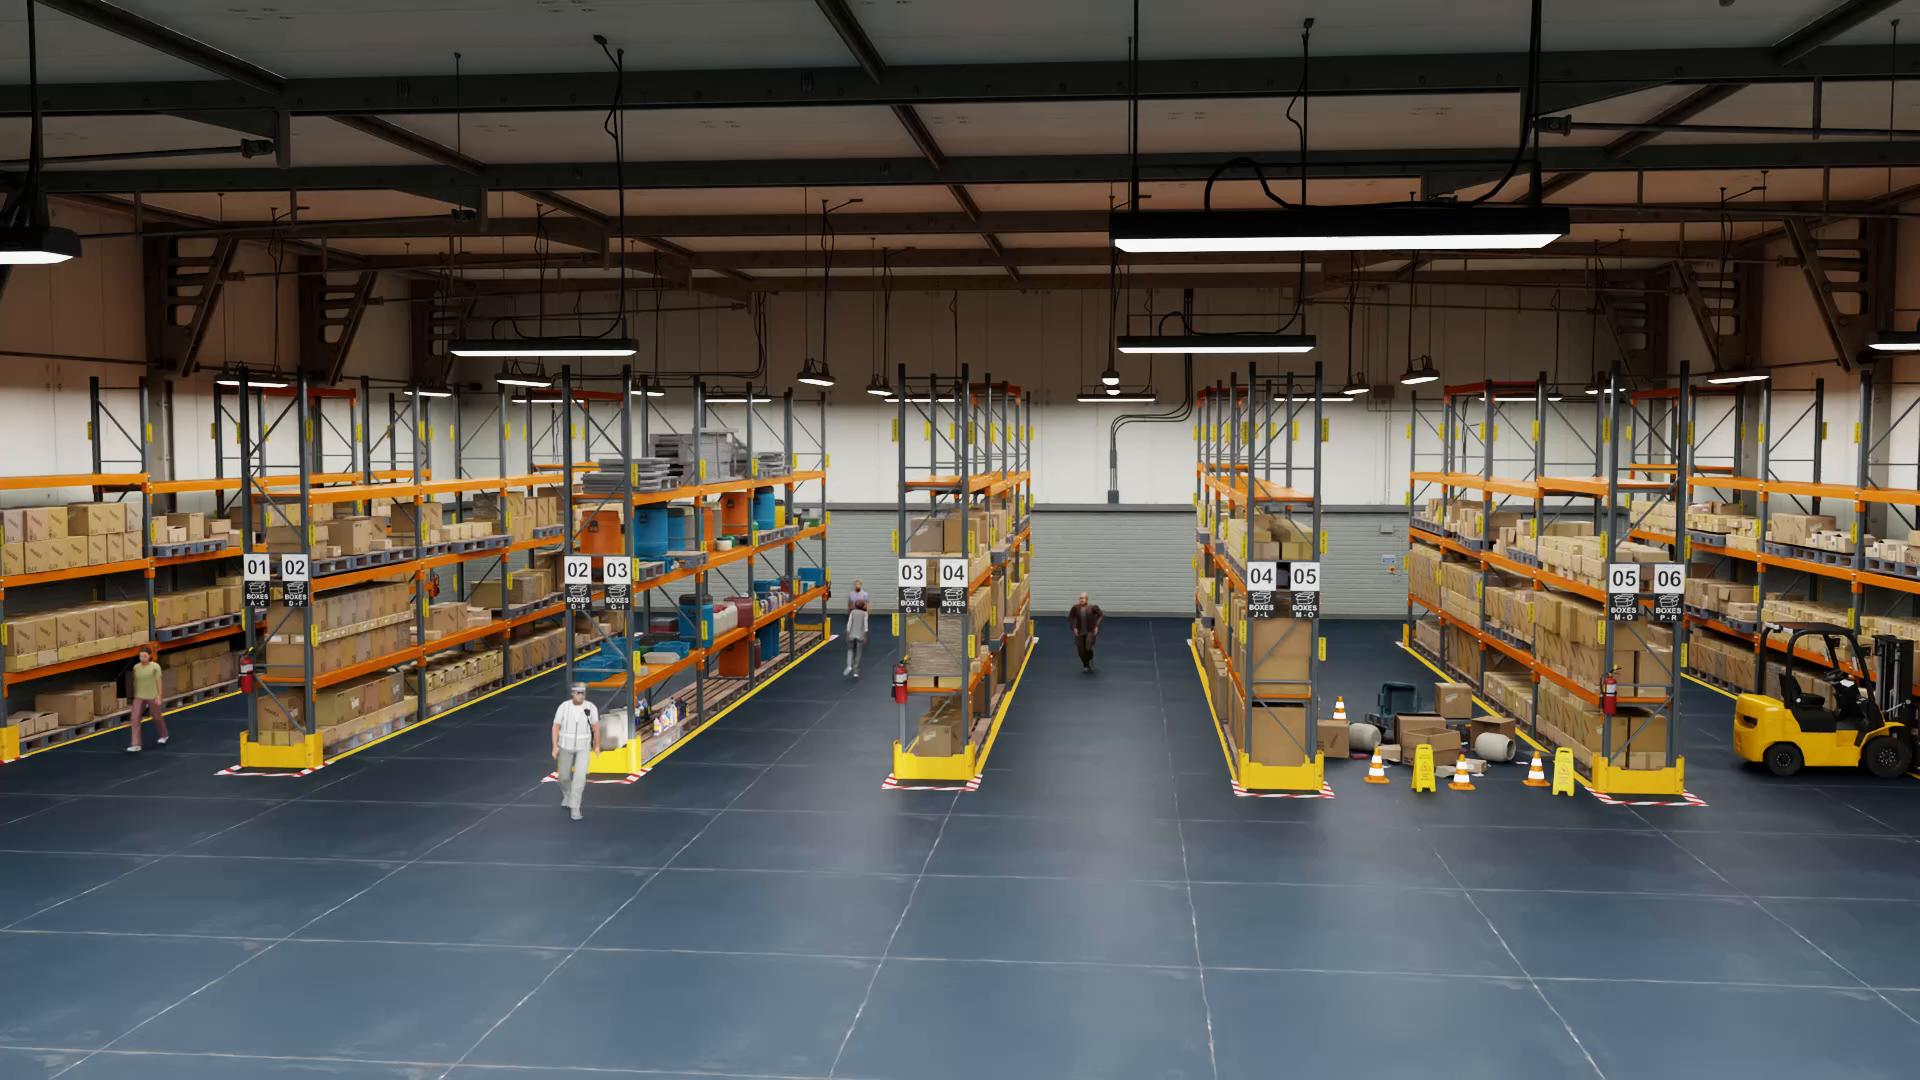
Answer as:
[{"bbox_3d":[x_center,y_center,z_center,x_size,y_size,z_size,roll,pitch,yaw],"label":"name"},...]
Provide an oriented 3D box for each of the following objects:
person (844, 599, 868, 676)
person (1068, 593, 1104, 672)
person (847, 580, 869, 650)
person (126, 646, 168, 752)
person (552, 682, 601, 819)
[{"bbox_3d":[-2.130,2.024,34.156,0.504,1.560,0.378,0,4,7],"label":"person"},{"bbox_3d":[2.640,1.943,34.786,0.748,1.674,0.648,1,4,16],"label":"person"},{"bbox_3d":[-2.357,1.720,38.523,0.527,1.588,1.034,0,4,3],"label":"person"},{"bbox_3d":[-12.893,2.494,26.381,0.452,1.640,0.900,-1,4,-13],"label":"person"},{"bbox_3d":[-5.056,2.742,21.923,0.633,1.727,0.858,-1,4,-16],"label":"person"}]
